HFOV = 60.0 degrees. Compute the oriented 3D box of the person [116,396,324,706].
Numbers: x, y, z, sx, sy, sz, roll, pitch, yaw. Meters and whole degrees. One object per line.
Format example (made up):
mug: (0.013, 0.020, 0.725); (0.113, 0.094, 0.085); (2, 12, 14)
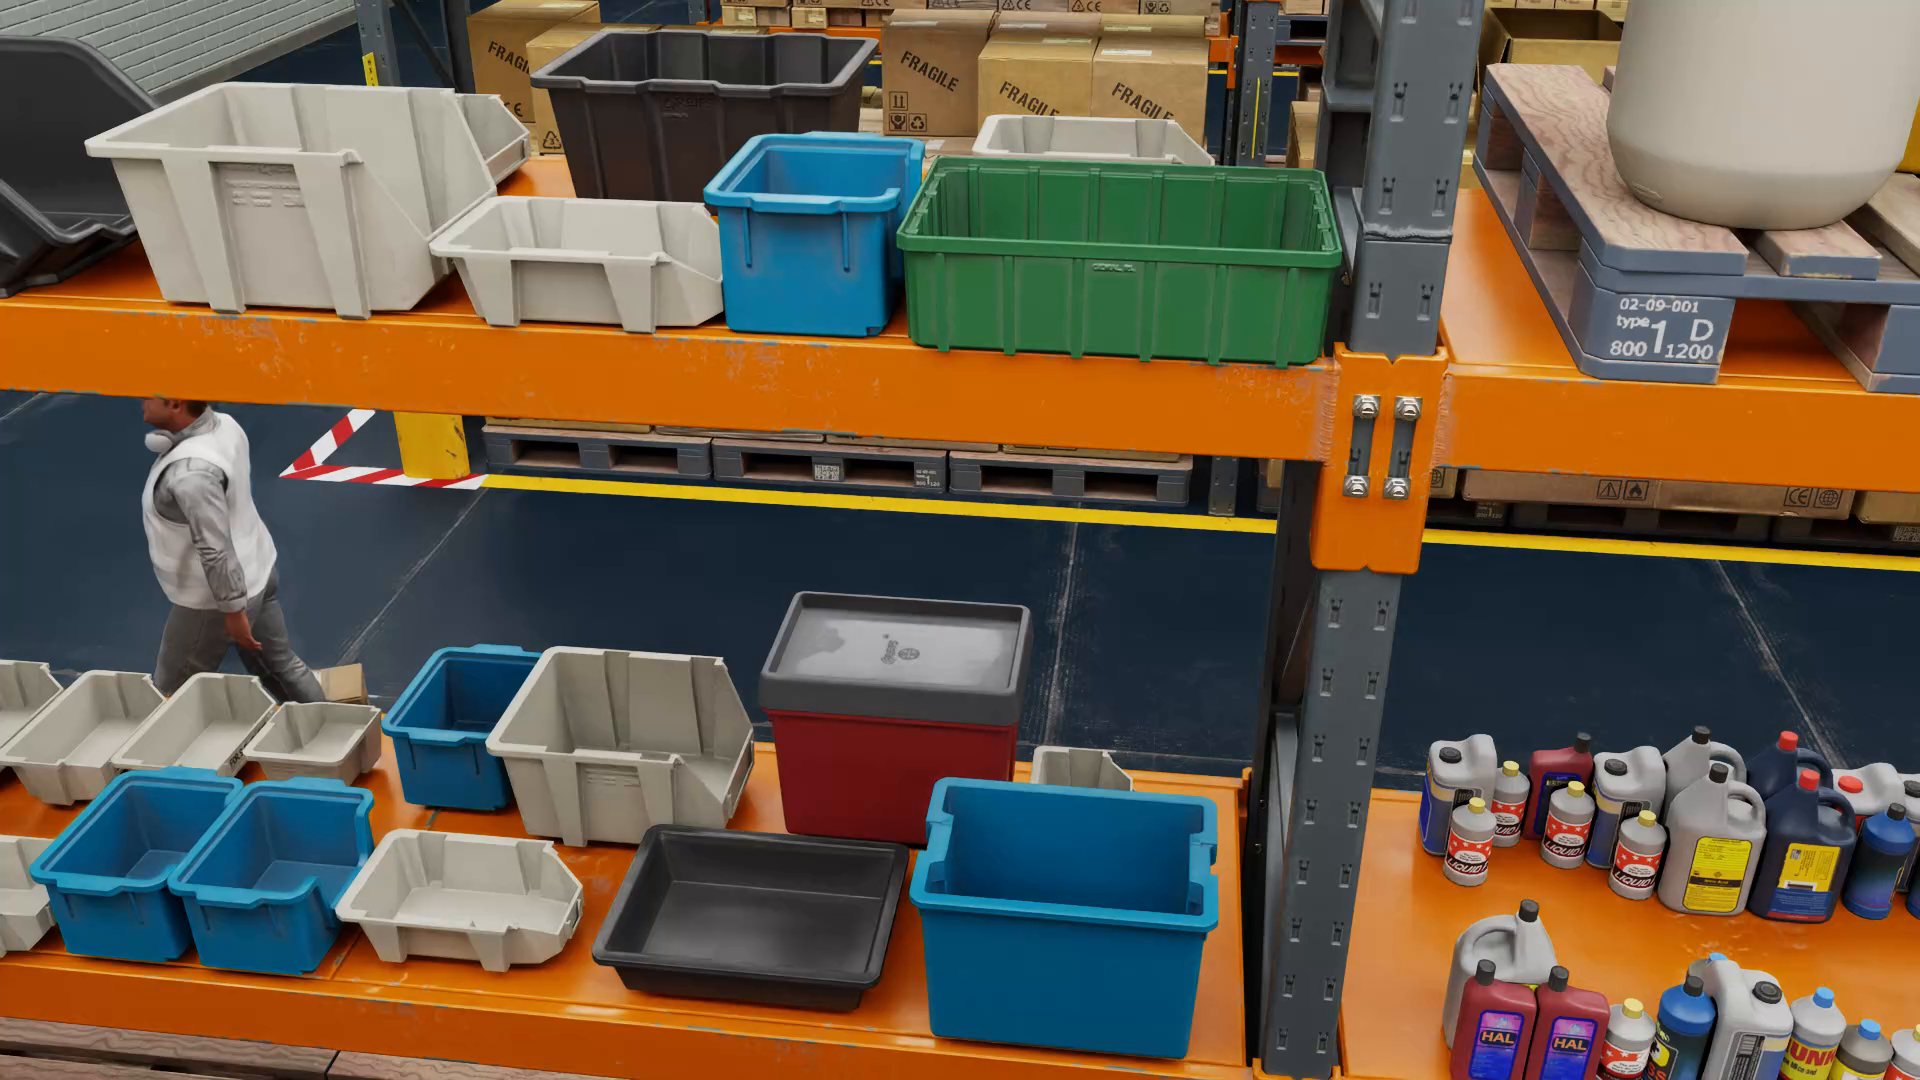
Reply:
person: (-2.736, 0.154, 5.779); (0.929, 1.738, 0.561); (-3, 28, -6)
